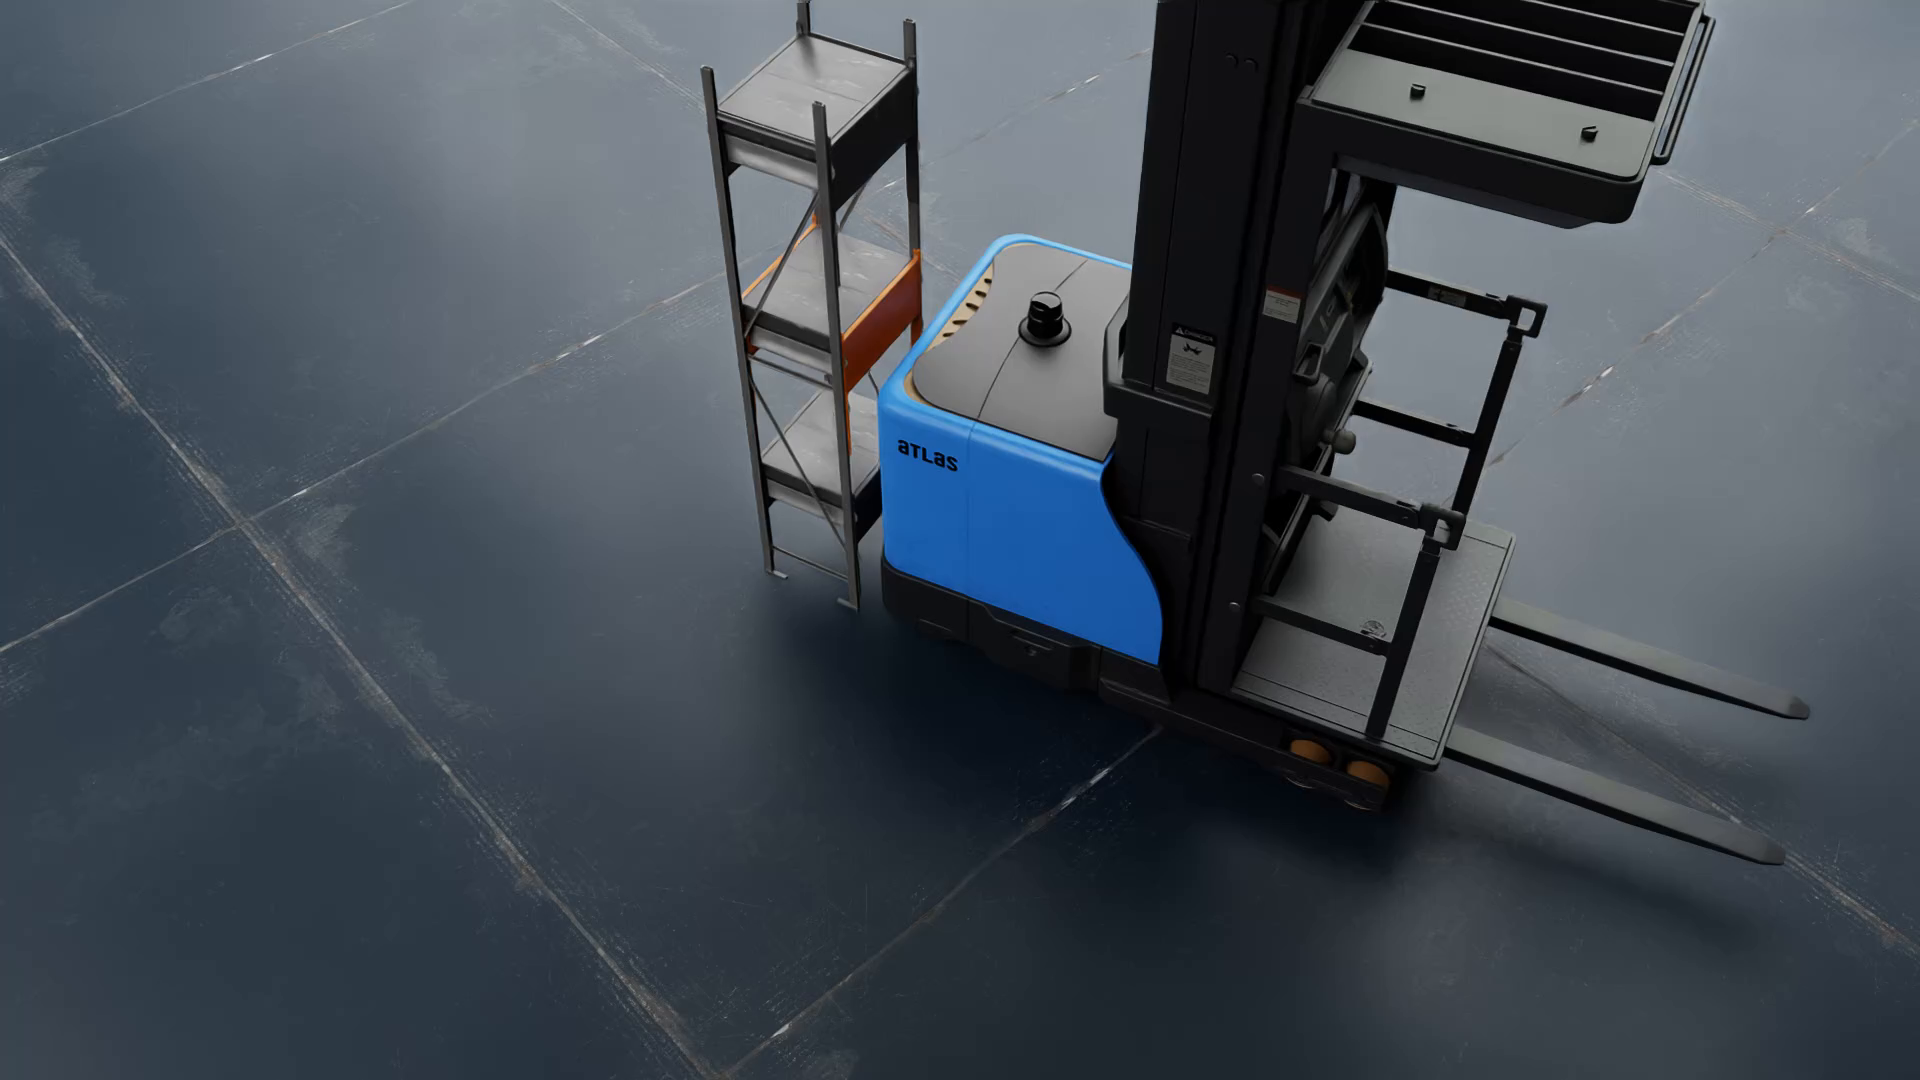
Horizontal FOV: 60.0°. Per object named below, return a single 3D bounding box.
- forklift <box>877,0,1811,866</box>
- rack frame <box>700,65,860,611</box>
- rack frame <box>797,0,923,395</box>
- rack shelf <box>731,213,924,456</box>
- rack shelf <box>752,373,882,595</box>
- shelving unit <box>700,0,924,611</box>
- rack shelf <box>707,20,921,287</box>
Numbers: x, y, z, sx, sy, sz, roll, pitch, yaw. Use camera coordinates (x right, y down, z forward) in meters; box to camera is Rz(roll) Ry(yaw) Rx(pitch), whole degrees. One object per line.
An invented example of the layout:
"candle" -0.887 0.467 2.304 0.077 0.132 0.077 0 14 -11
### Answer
"forklift" 1.278 -0.563 4.775 3.031 2.935 1.130 20 50 17
"rack frame" -0.541 -0.529 5.310 0.400 2.100 0.015 22 51 19
"rack frame" -0.305 -0.843 5.600 0.400 2.100 0.015 22 51 19
"rack shelf" -0.423 -0.677 5.465 0.431 0.518 0.480 22 51 19
"rack shelf" -0.423 -0.203 5.979 0.431 0.518 0.480 22 51 19
"shelving unit" -0.423 -0.686 5.455 0.431 2.100 0.503 22 51 19
"rack shelf" -0.423 -1.152 4.950 0.431 0.518 0.480 22 51 19
